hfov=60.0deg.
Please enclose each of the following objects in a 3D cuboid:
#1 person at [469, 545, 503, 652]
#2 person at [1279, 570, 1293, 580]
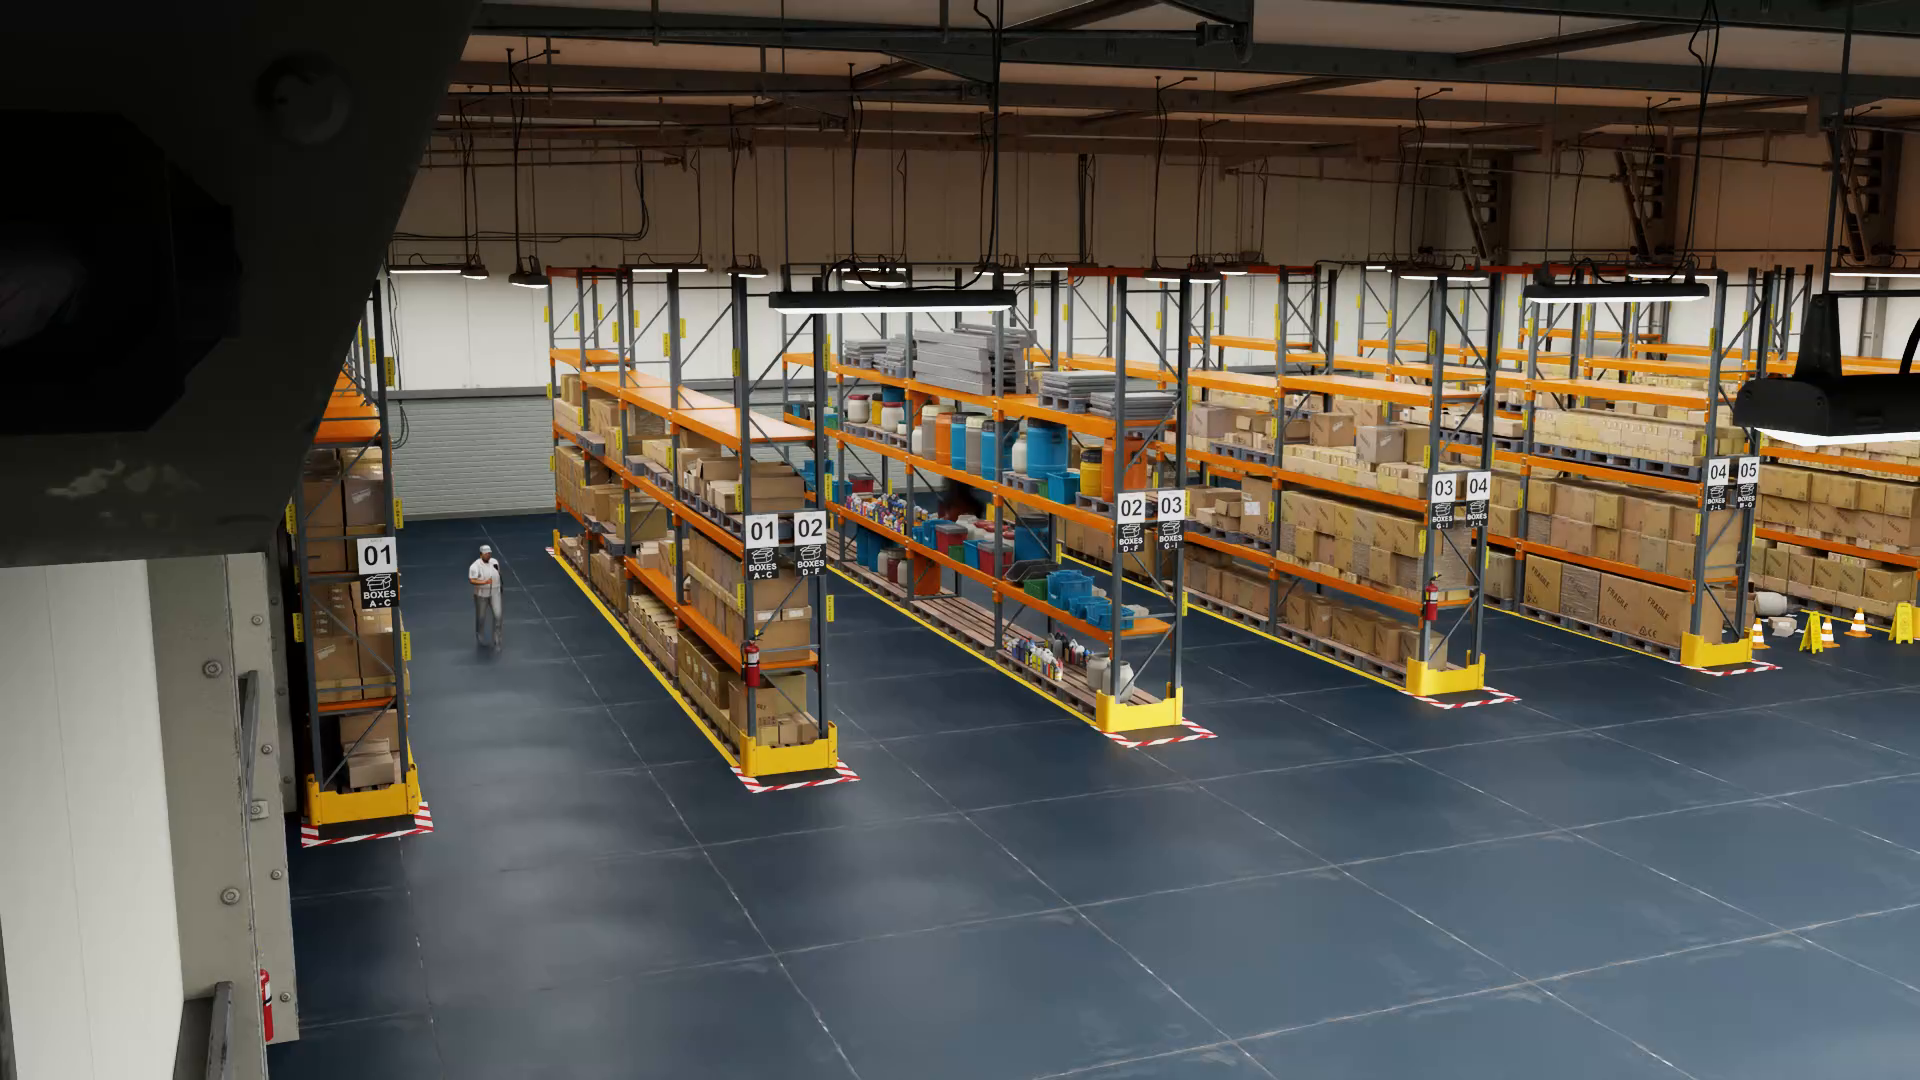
[{"bbox_3d":[-7.579,0.917,26.605,0.553,1.724,0.837,-5,11,-29],"label":"person"},{"bbox_3d":[6.130,0.200,31.109,0.678,1.511,0.588,-1,10,-4],"label":"person"}]
